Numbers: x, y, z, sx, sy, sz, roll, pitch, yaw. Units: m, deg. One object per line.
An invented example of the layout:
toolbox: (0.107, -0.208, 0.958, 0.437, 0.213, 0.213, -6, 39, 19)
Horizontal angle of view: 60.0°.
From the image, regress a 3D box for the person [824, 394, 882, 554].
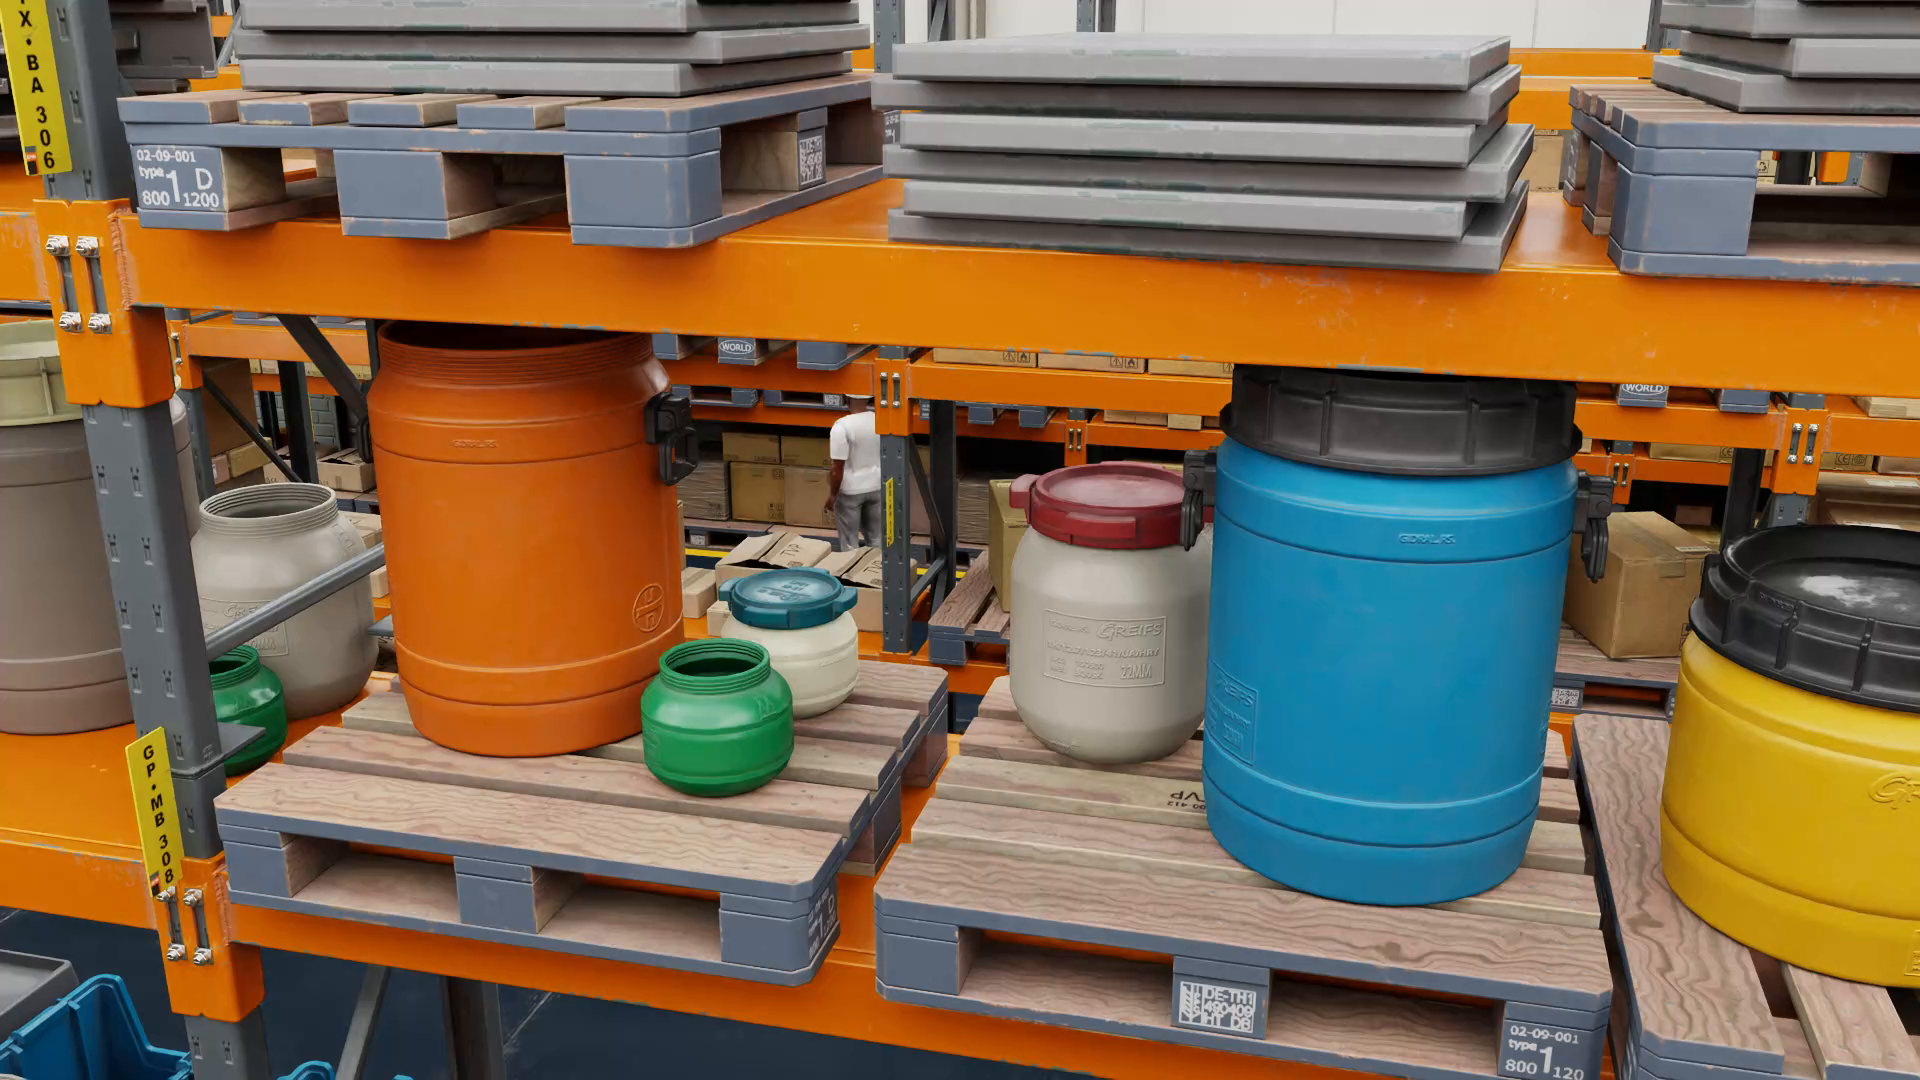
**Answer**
person: (-0.785, -0.389, 12.701, 0.569, 1.772, 0.385, -13, 22, -34)
